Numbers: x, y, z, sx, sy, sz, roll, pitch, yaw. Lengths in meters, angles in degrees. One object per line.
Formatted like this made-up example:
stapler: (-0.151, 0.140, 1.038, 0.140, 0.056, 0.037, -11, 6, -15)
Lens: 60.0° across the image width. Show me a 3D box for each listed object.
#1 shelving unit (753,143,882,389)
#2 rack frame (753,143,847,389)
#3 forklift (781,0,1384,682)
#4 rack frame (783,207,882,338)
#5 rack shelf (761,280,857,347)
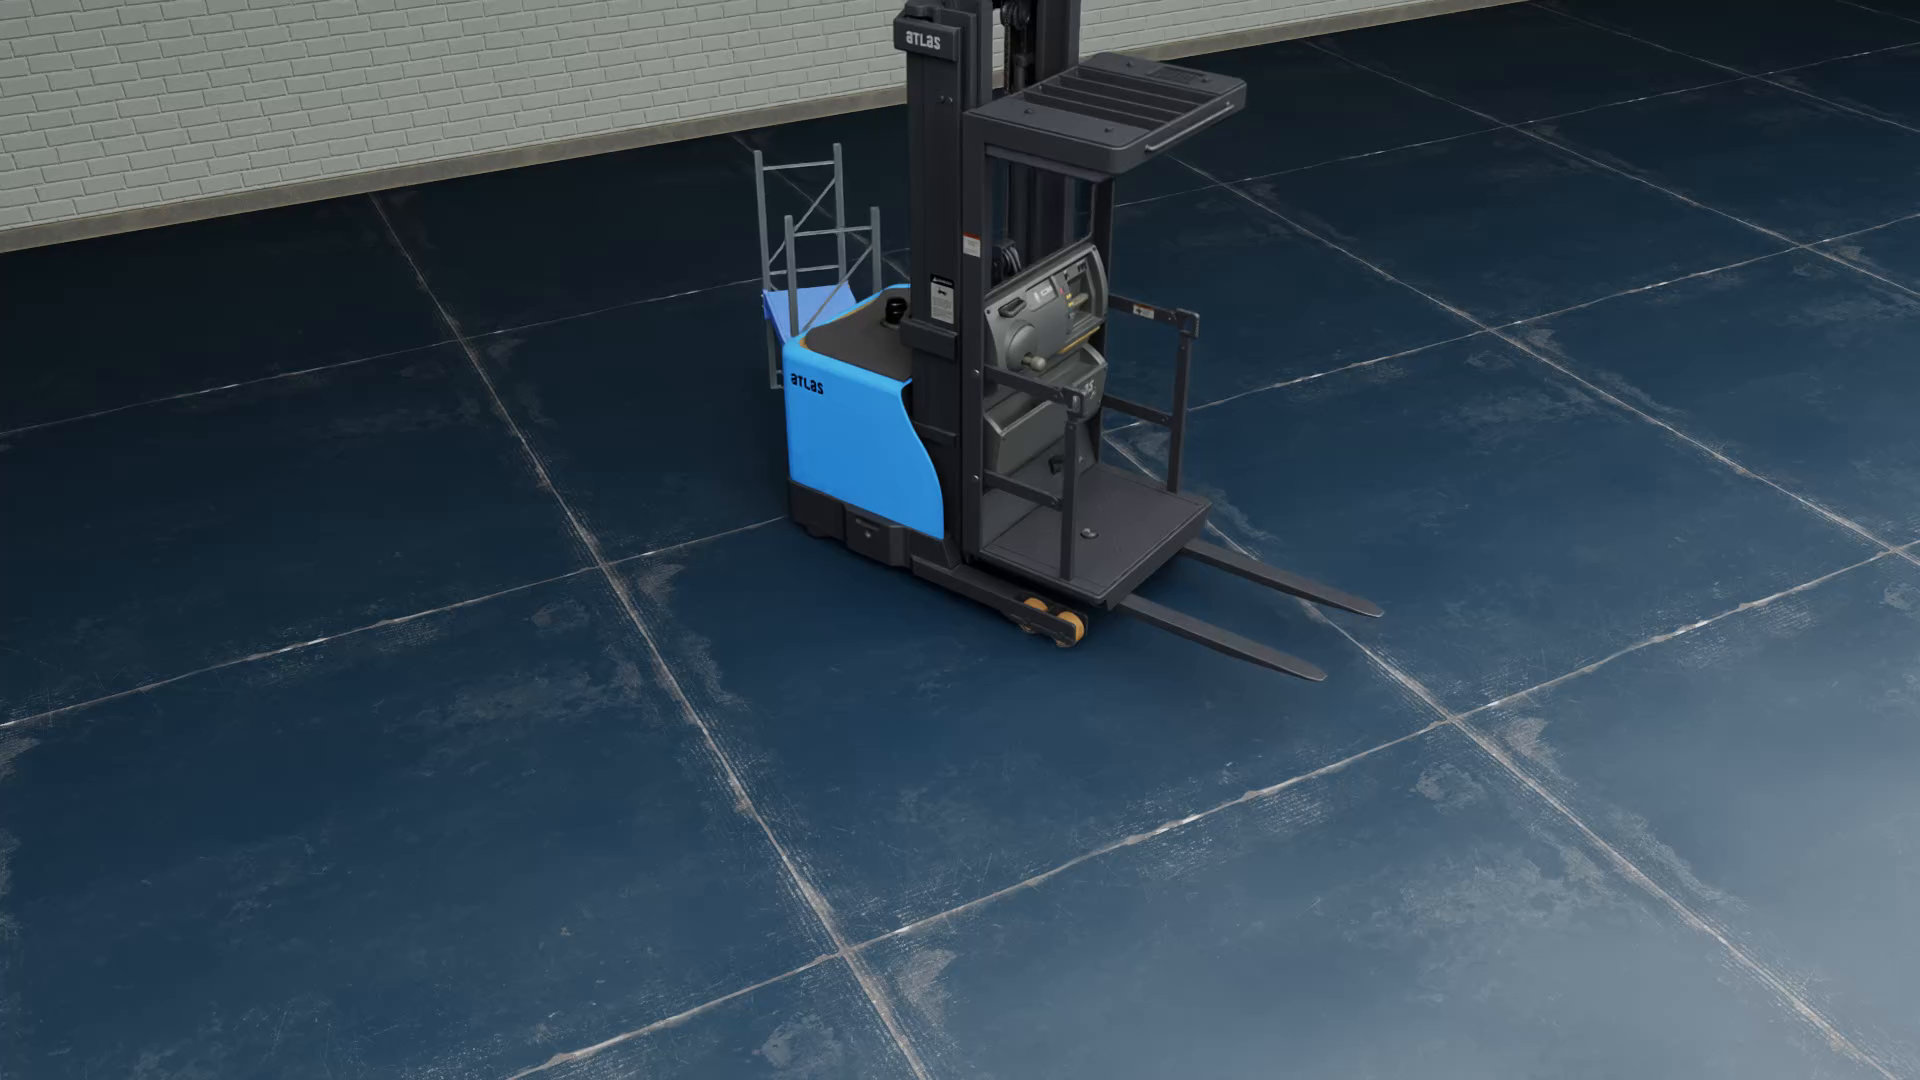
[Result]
shelving unit: (-0.795, -1.334, 9.441, 0.538, 1.500, 1.048, -8, 34, -12)
rack frame: (-0.924, -1.599, 9.855, 0.500, 1.500, 0.032, -8, 34, -12)
forklift: (0.579, -1.049, 7.670, 3.031, 2.935, 1.130, 22, 38, 30)
rack frame: (-0.666, -1.068, 9.027, 0.500, 1.500, 0.032, -8, 34, -12)
rack shelf: (-0.795, -1.182, 9.538, 0.538, 0.185, 1.000, -8, 34, -12)
